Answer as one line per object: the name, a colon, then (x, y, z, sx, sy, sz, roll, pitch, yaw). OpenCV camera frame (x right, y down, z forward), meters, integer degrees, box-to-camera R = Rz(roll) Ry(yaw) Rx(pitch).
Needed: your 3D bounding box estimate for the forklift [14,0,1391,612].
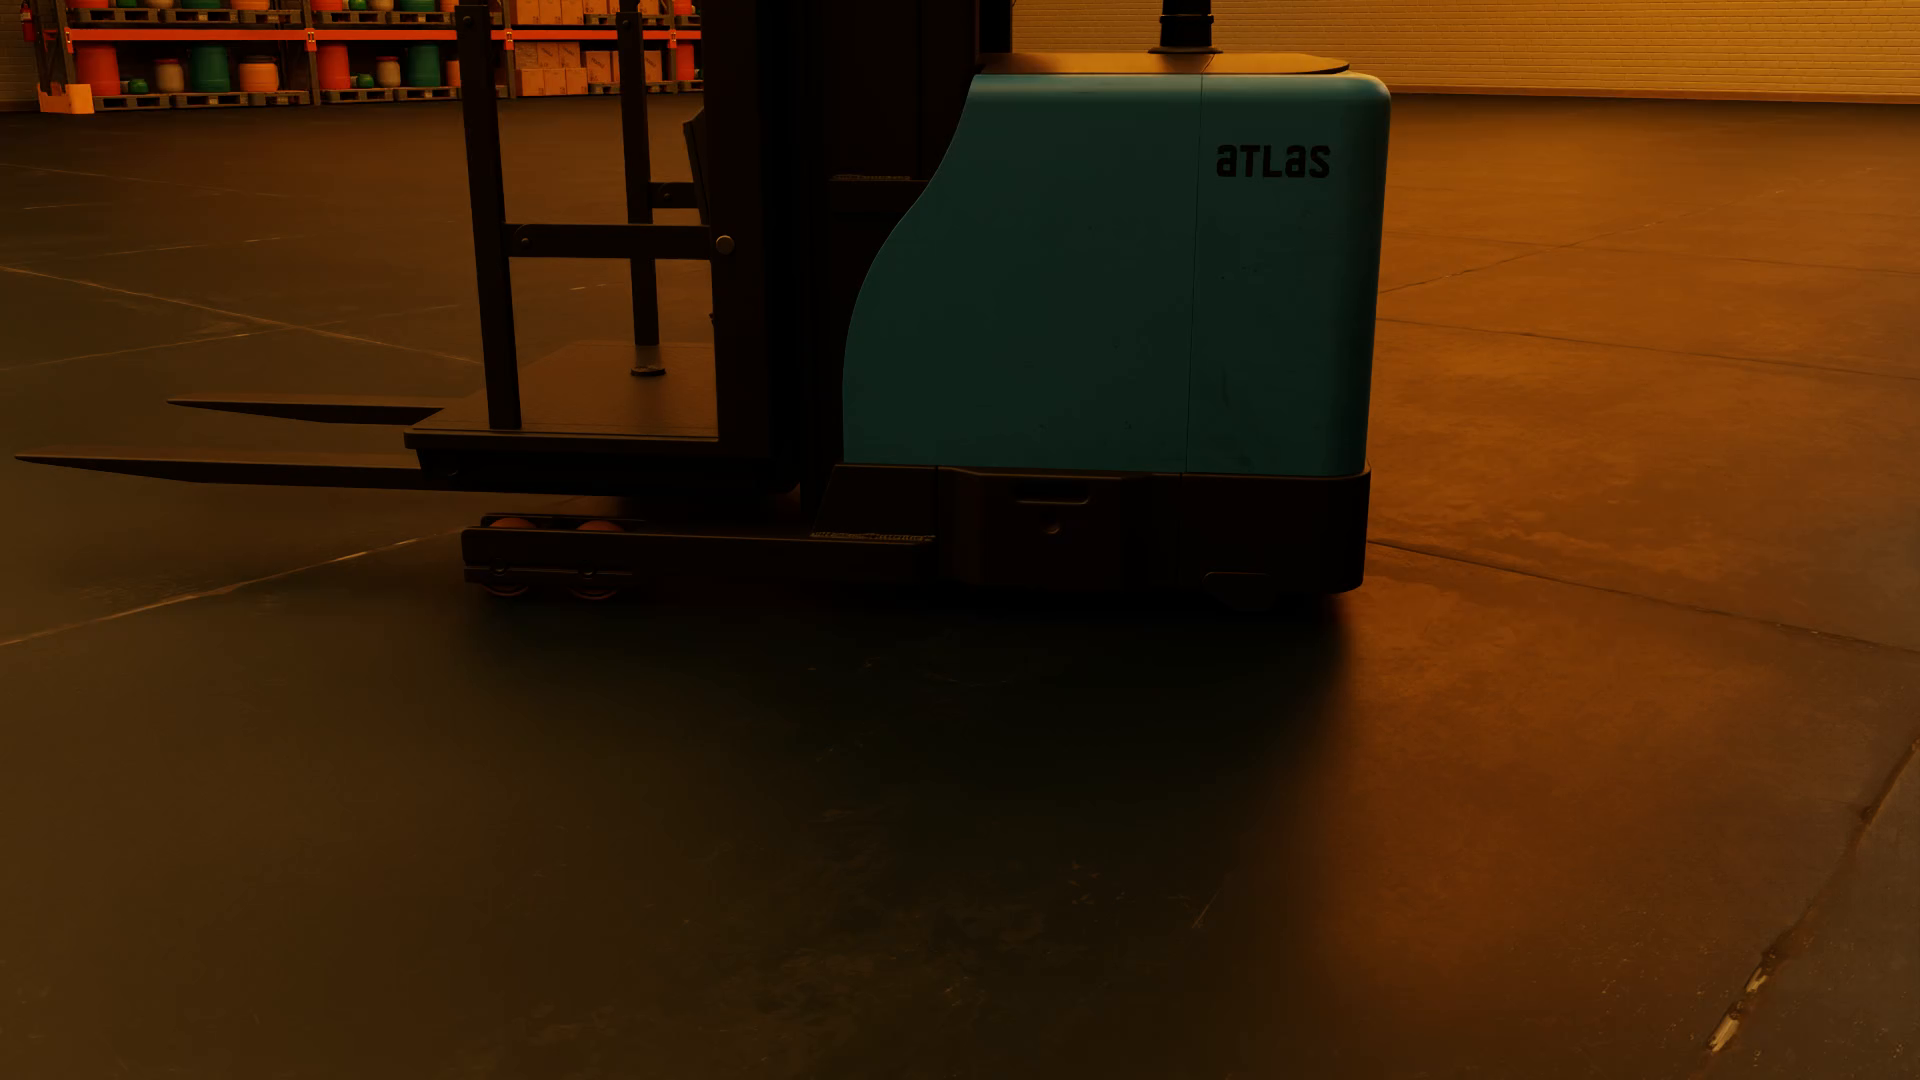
forklift: (-0.625, -1.424, 3.588, 3.031, 2.935, 1.130, 2, 17, 7)
